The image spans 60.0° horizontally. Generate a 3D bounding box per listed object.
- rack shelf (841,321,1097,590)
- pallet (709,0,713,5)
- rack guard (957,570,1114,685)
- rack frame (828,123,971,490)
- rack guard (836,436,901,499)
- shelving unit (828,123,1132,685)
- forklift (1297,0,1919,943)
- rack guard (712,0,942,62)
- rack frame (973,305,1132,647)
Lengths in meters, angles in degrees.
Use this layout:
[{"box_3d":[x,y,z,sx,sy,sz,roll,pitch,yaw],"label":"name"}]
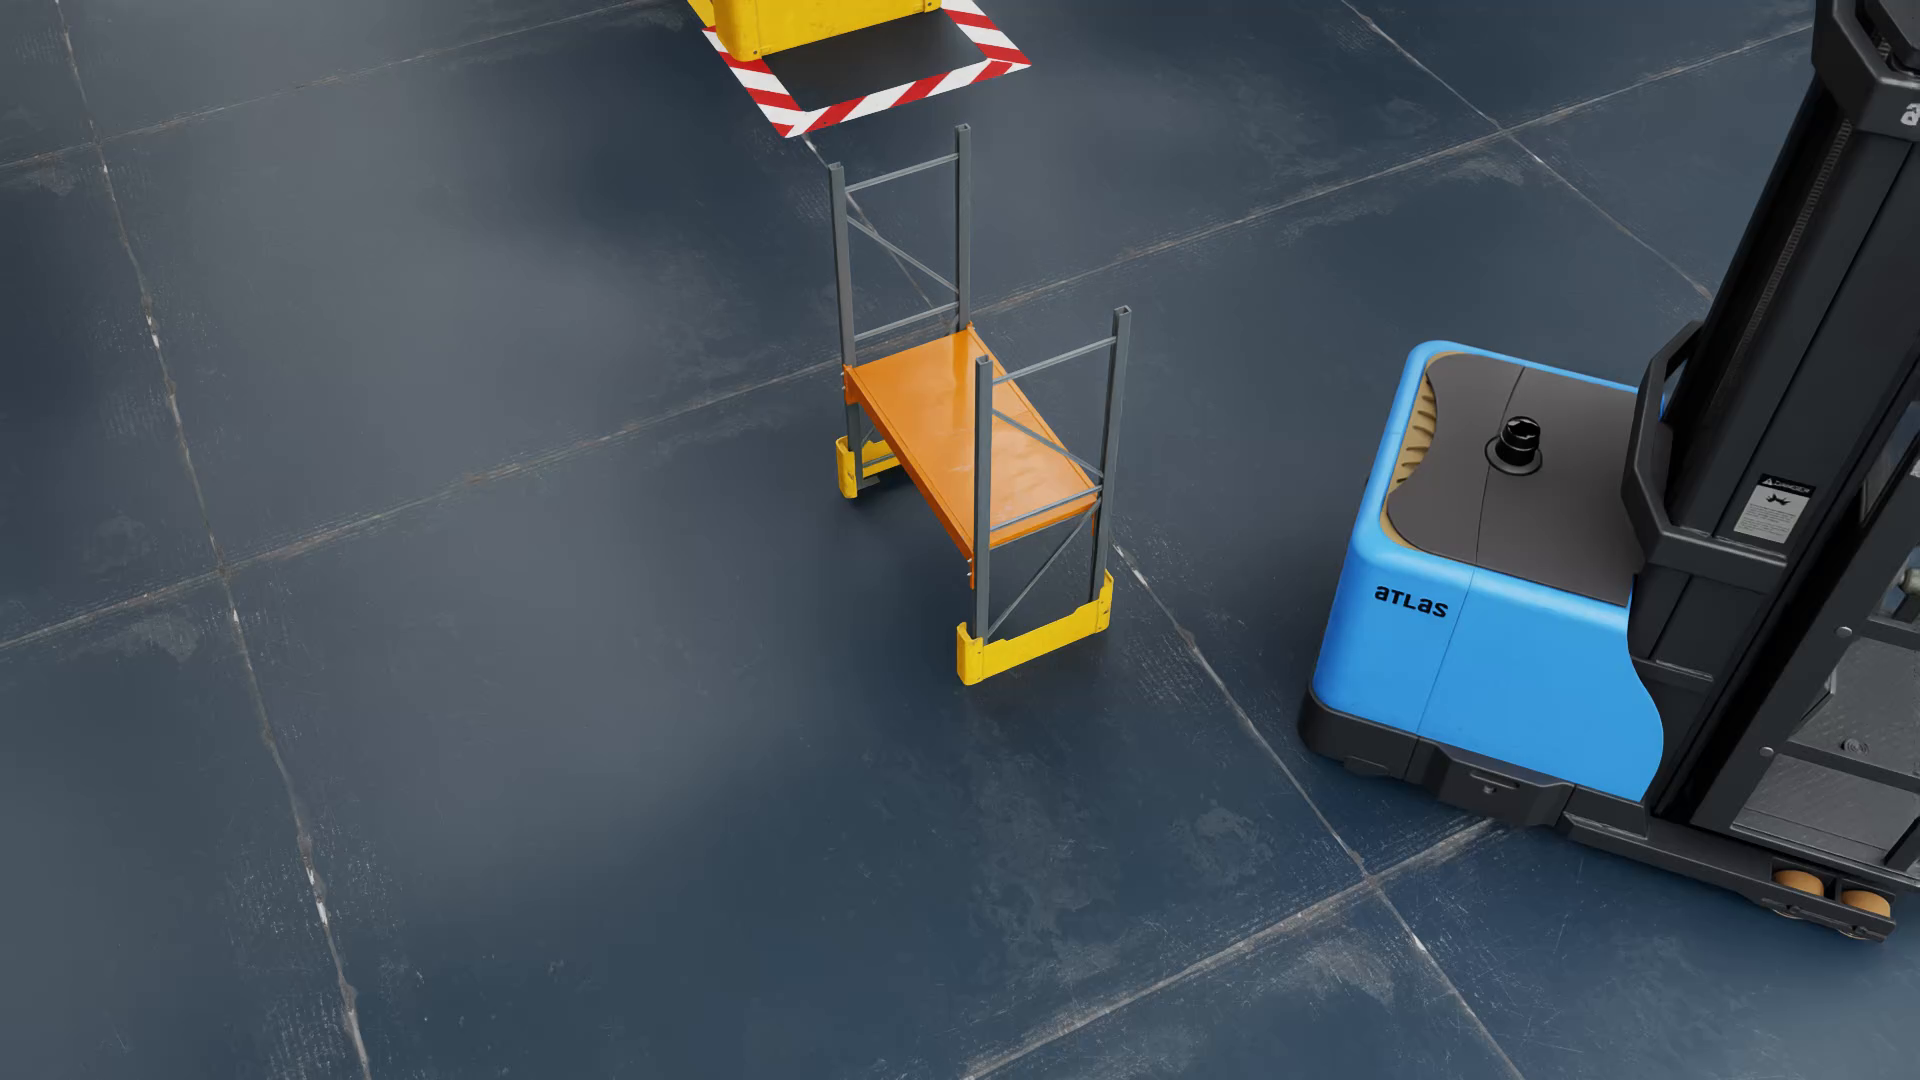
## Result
[{"box_3d":[0.039,-0.318,5.771,0.538,0.185,1.000,-21,52,-18],"label":"rack shelf"},{"box_3d":[-1.039,-3.316,9.010,1.003,0.211,1.213,-21,52,-18],"label":"pallet"},{"box_3d":[0.263,0.302,5.820,0.587,0.250,0.087,-21,52,-18],"label":"rack guard"},{"box_3d":[-0.194,-0.777,5.933,0.500,1.500,0.032,-21,52,-18],"label":"rack frame"},{"box_3d":[-0.193,-0.365,6.403,0.587,0.250,0.087,-21,52,-18],"label":"rack guard"},{"box_3d":[0.035,-0.443,5.641,0.587,1.500,1.083,-21,52,-18],"label":"shelving unit"},{"box_3d":[2.705,-0.183,4.463,3.031,2.935,1.130,16,51,14],"label":"forklift"},{"box_3d":[-0.672,-2.865,8.424,1.175,0.500,0.348,-21,52,-18],"label":"rack guard"},{"box_3d":[0.272,-0.096,5.338,0.500,1.500,0.032,-21,52,-18],"label":"rack frame"}]
